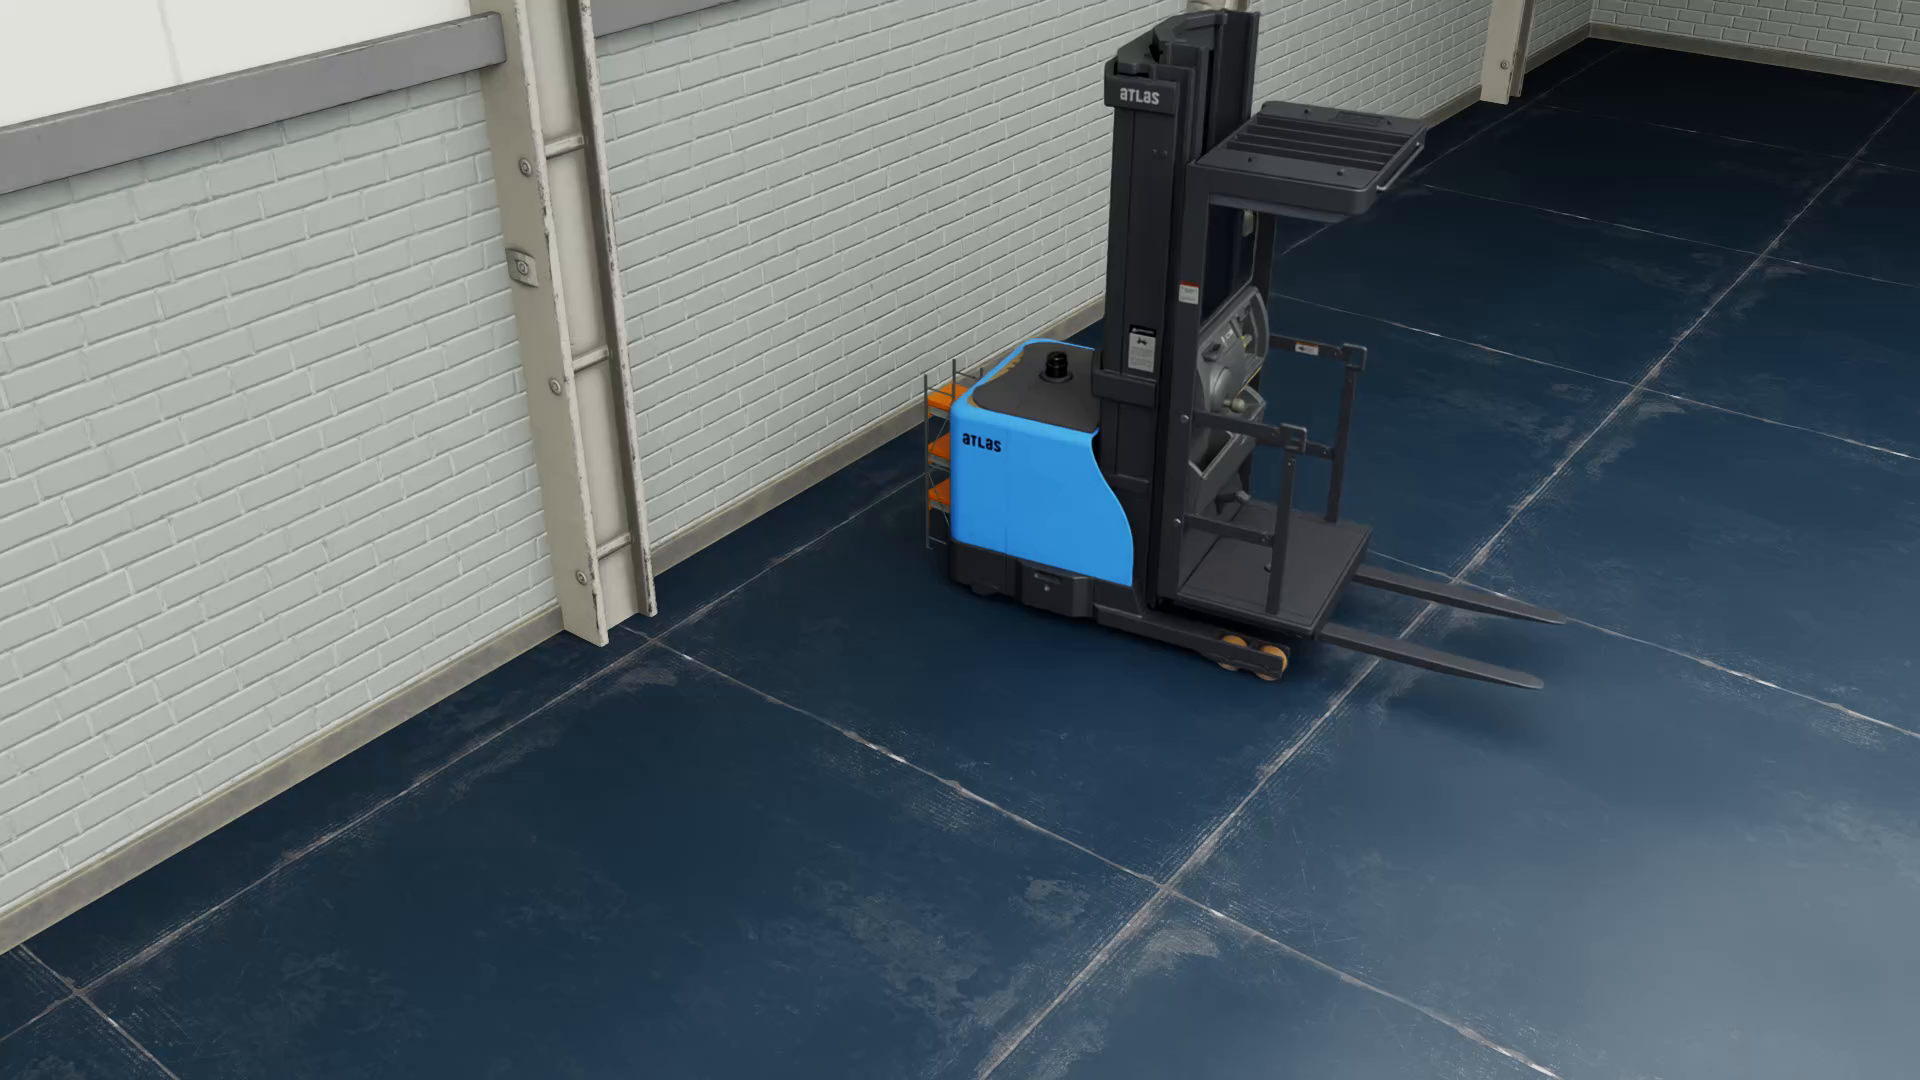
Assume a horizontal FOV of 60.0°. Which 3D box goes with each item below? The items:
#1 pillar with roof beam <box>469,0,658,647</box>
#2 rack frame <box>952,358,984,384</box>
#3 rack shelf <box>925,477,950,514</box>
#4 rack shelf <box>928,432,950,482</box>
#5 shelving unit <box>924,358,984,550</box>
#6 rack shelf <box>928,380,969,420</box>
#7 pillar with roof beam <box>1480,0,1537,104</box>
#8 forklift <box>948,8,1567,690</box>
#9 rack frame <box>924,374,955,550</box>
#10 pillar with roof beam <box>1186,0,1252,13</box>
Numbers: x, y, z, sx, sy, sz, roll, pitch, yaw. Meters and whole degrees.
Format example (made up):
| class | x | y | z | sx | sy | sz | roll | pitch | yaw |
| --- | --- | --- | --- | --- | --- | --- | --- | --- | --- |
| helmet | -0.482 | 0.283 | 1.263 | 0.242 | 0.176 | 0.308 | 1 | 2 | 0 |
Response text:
| class | x | y | z | sx | sy | sz | roll | pitch | yaw |
| --- | --- | --- | --- | --- | --- | --- | --- | --- | --- |
| pillar with roof beam | 1.628 | -2.137 | 4.030 | 9.100 | 9.000 | 0.400 | 21 | 37 | 31 |
| rack frame | 0.041 | -0.479 | 9.029 | 0.200 | 1.050 | 0.008 | 21 | 37 | 31 |
| rack shelf | -0.032 | -0.182 | 9.093 | 0.215 | 0.259 | 0.240 | 21 | 37 | 31 |
| rack shelf | -0.032 | -0.421 | 8.951 | 0.215 | 0.259 | 0.240 | 21 | 37 | 31 |
| shelving unit | -0.032 | -0.430 | 8.946 | 0.215 | 1.050 | 0.252 | 21 | 37 | 31 |
| rack shelf | -0.032 | -0.665 | 8.806 | 0.215 | 0.259 | 0.240 | 21 | 37 | 31 |
| pillar with roof beam | 8.872 | -7.015 | 12.260 | 9.100 | 9.000 | 0.400 | 21 | 37 | 31 |
| forklift | 1.485 | -0.887 | 7.873 | 3.031 | 2.935 | 1.130 | 15 | 34 | 23 |
| rack frame | -0.106 | -0.380 | 8.862 | 0.200 | 1.050 | 0.008 | 21 | 37 | 31 |
| pillar with roof beam | 5.250 | -4.576 | 8.145 | 9.100 | 9.000 | 0.400 | 21 | 37 | 31 |
